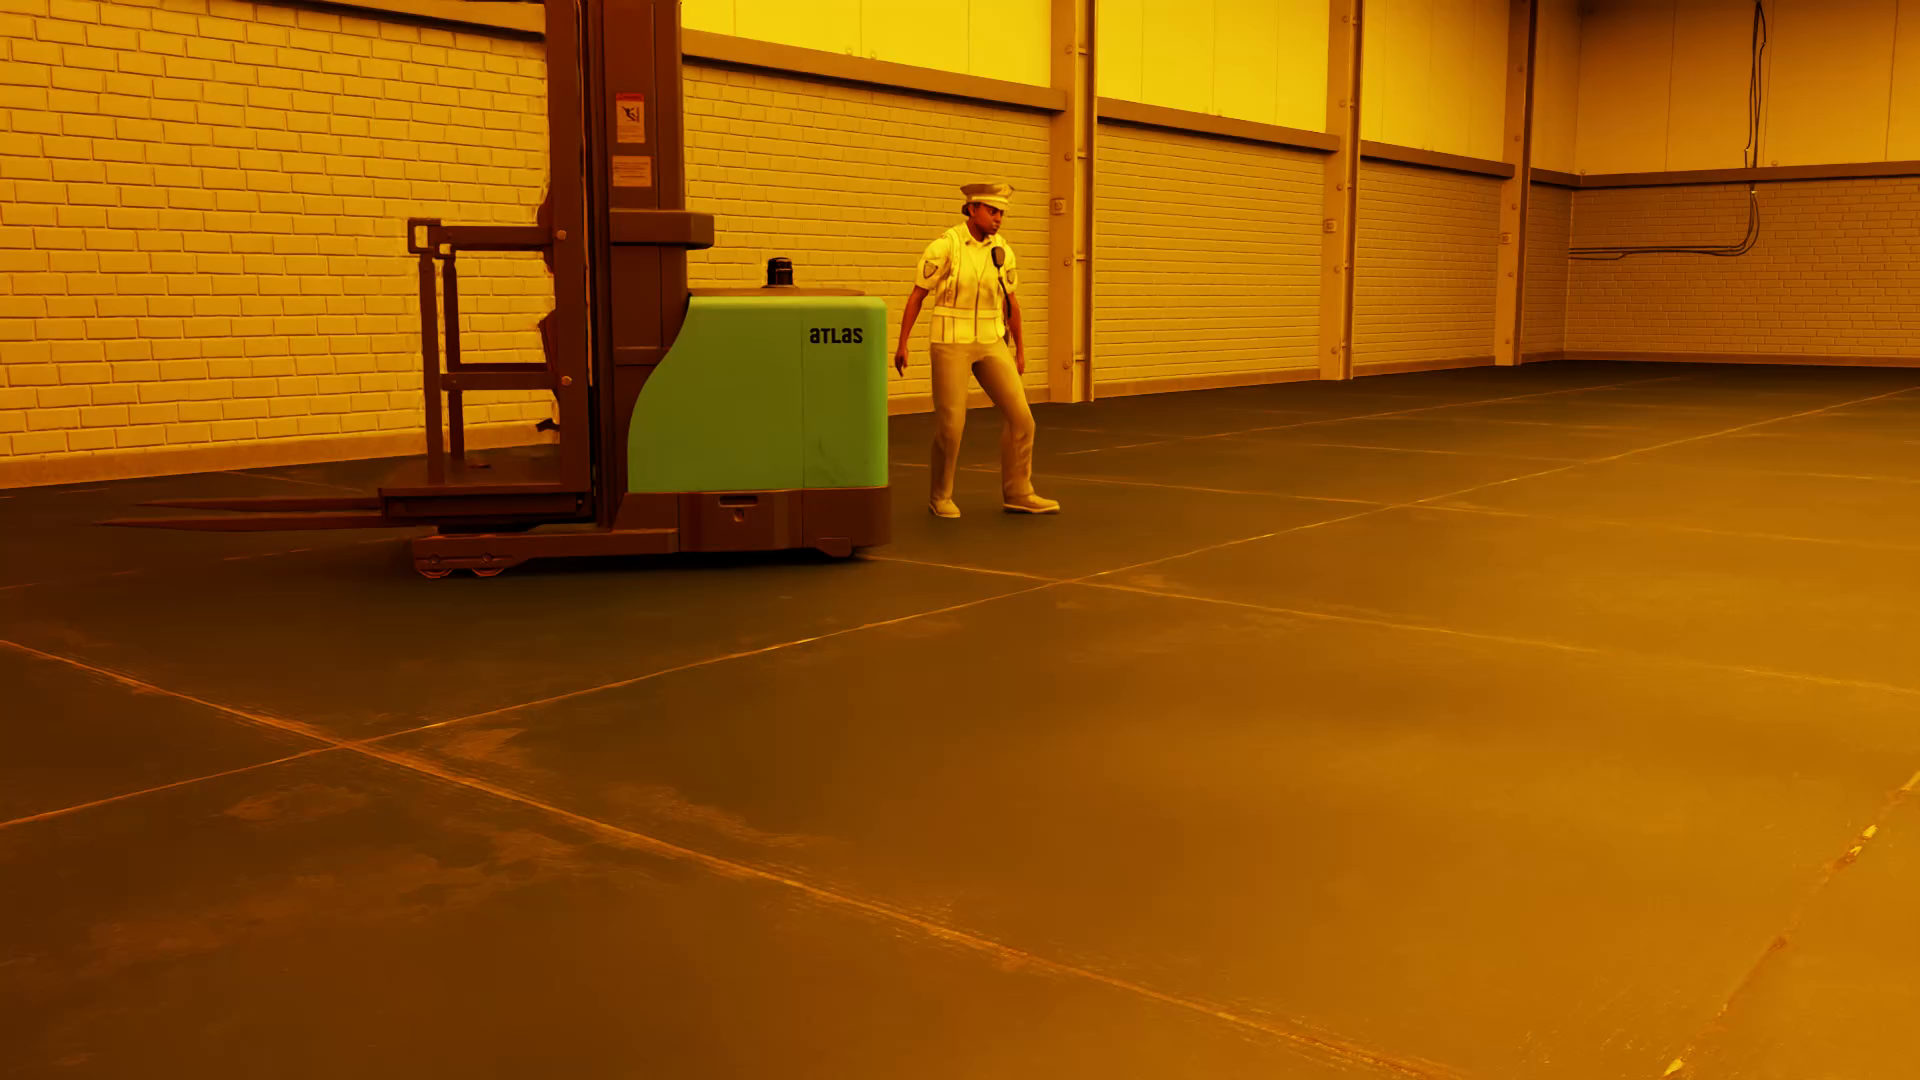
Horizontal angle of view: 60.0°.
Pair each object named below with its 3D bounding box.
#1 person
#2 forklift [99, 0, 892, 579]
[{"bbox_3d":[0.085,-0.925,8.183,0.801,1.632,0.418,-3,9,-20],"label":"person"},{"bbox_3d":[-1.852,-1.386,6.751,3.031,2.935,1.130,-2,9,-12],"label":"forklift"}]
